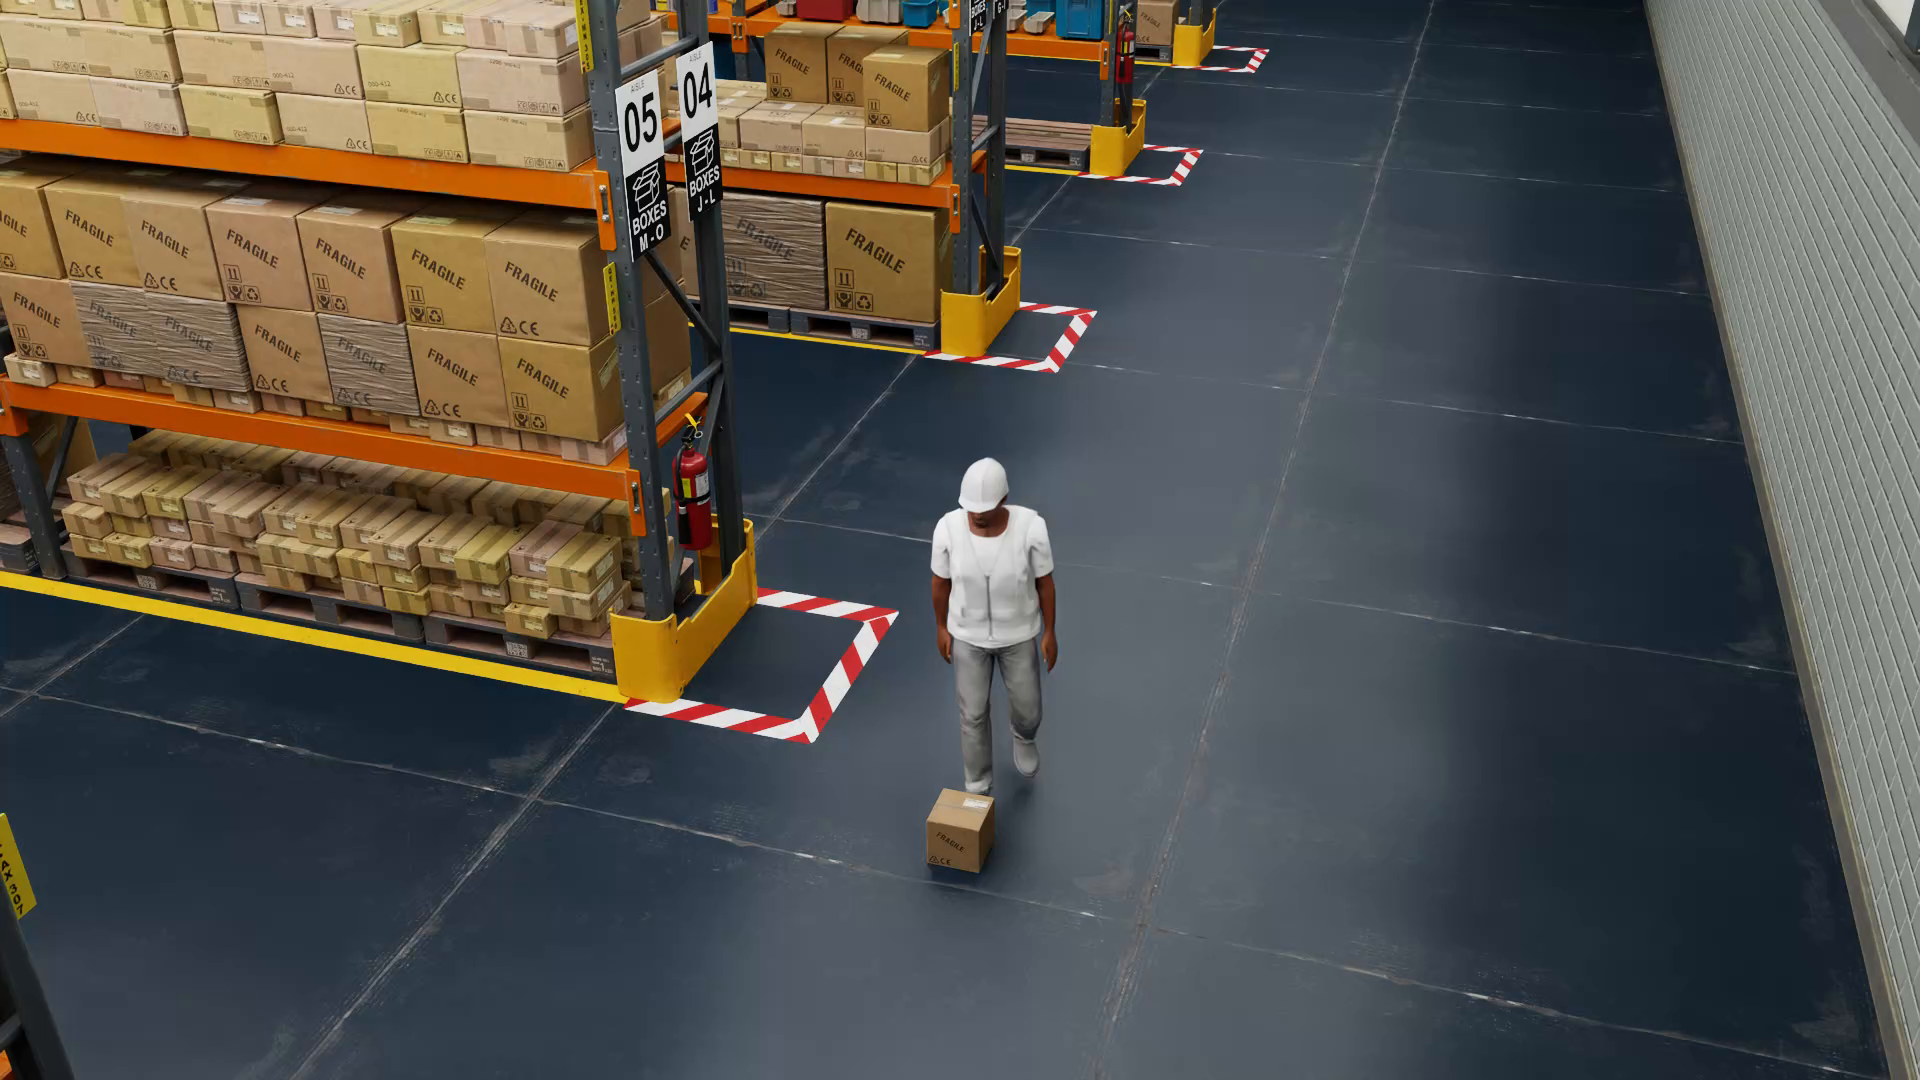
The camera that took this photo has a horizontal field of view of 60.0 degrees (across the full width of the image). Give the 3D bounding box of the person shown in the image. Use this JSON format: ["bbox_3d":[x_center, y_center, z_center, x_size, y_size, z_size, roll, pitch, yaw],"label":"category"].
[{"bbox_3d":[0.151,0.456,7.634,0.604,1.765,0.672,3,29,6],"label":"person"}]
